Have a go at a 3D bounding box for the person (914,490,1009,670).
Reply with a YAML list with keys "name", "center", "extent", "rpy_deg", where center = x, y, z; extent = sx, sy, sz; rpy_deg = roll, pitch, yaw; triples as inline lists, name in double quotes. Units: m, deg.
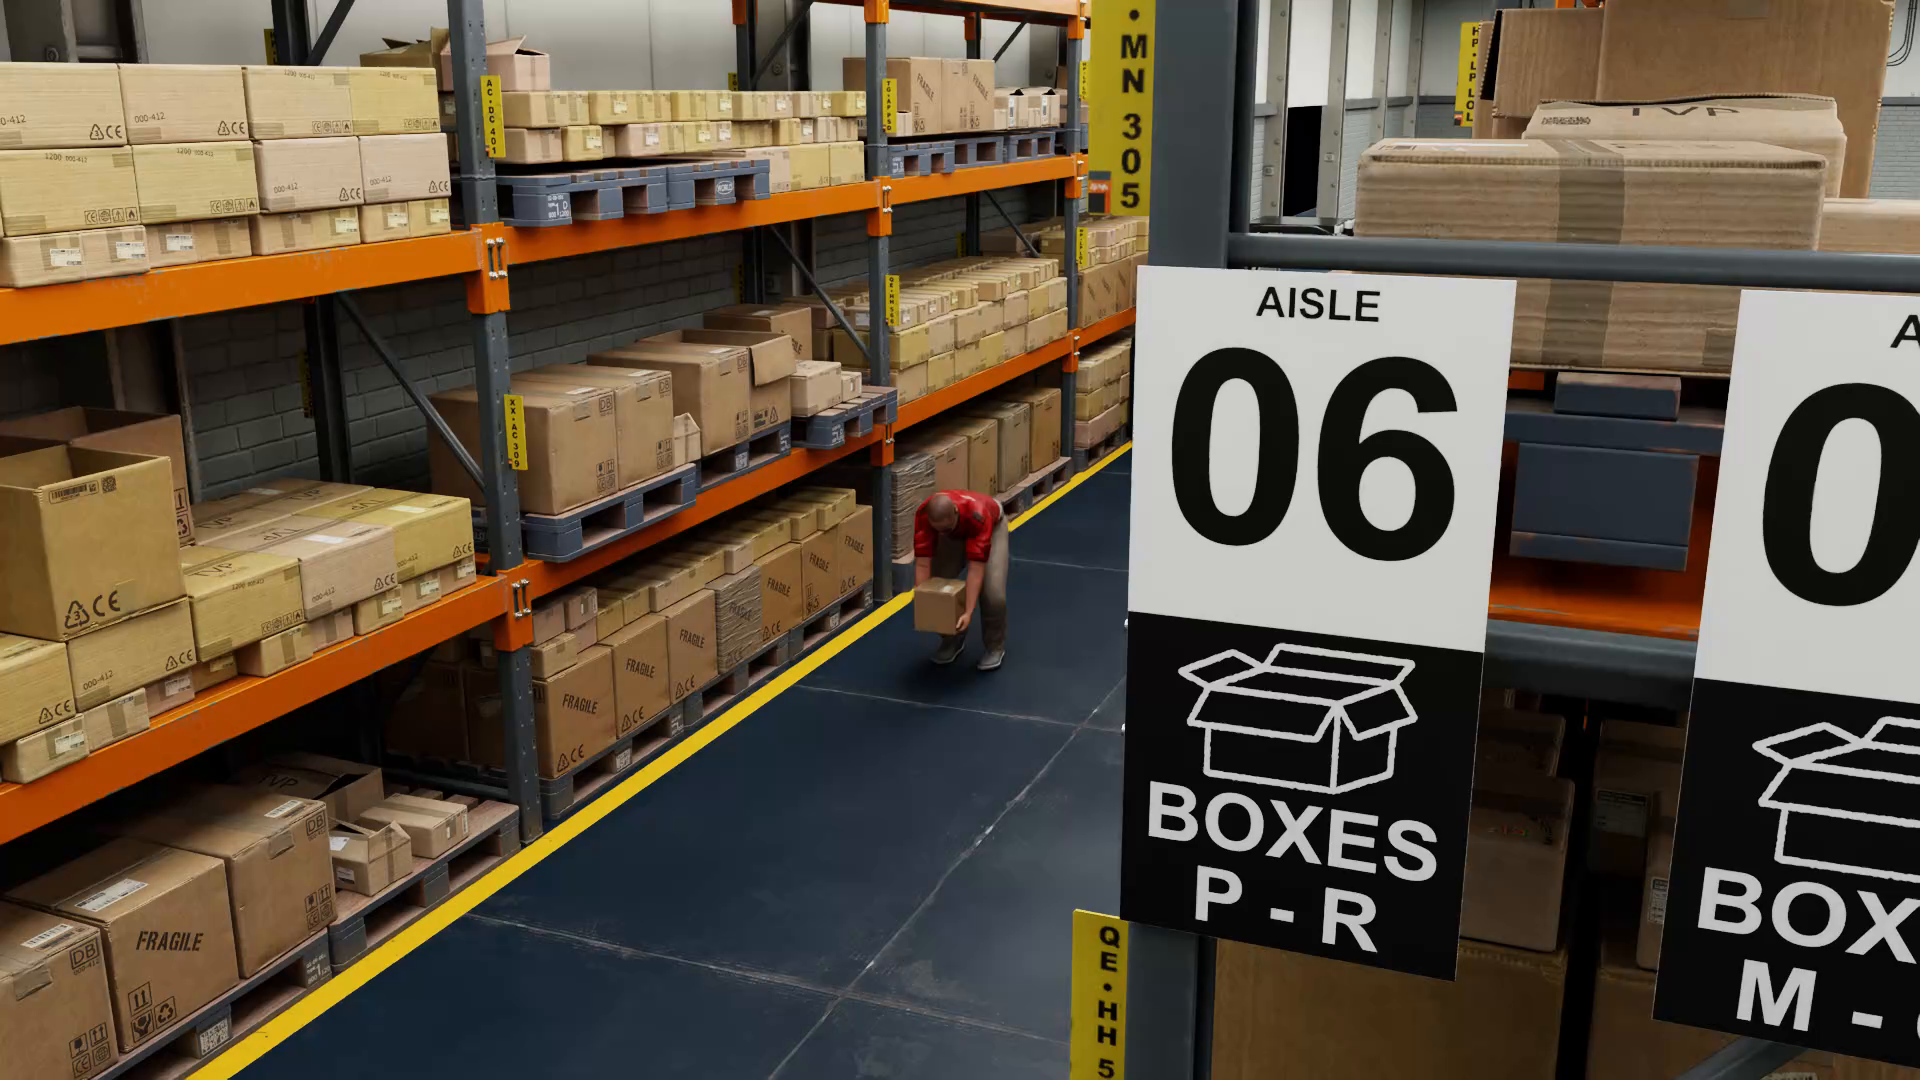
- name: "person"
  center: [-0.005, 0.220, 9.816]
  extent: [0.517, 1.170, 0.931]
  rpy_deg: [5, 16, 18]
